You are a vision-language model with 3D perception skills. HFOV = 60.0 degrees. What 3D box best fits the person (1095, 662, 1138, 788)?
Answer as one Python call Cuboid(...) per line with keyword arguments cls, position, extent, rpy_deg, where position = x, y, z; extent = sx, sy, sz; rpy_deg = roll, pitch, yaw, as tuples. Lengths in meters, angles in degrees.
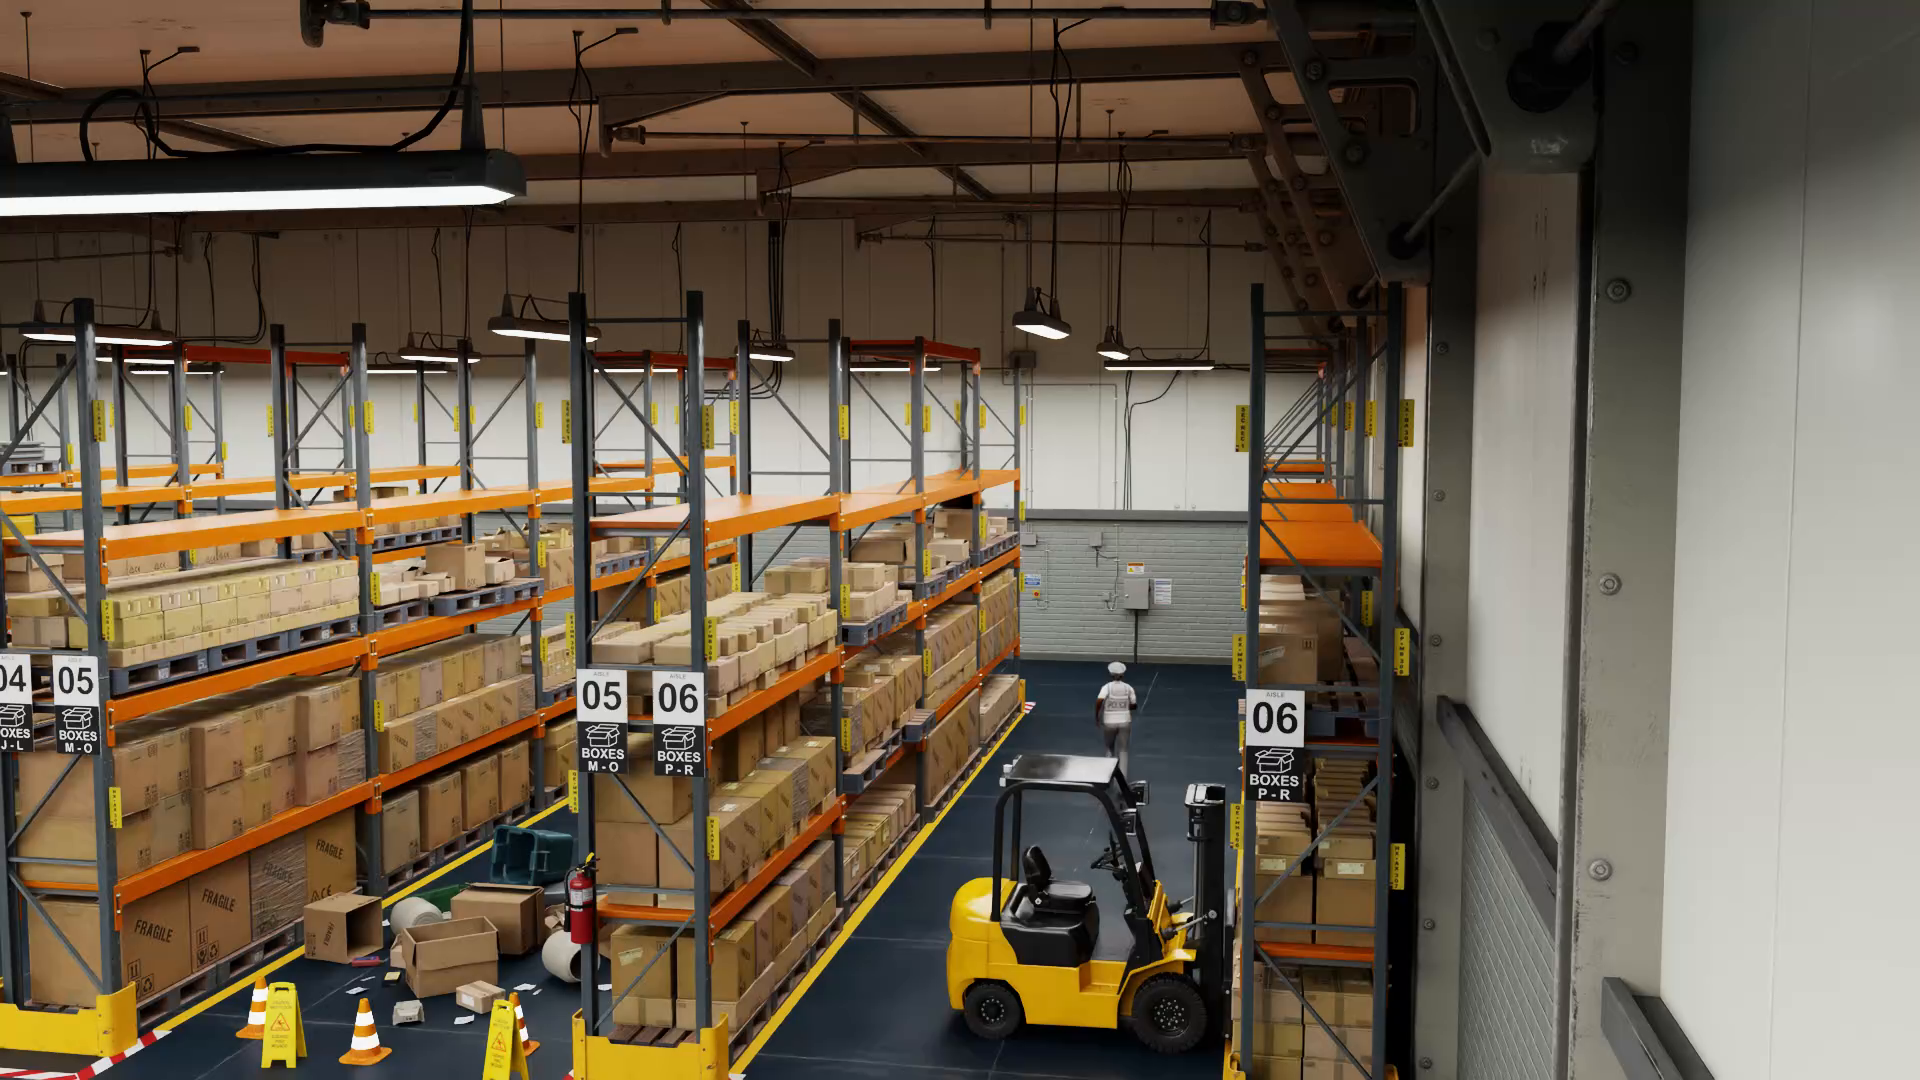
Cuboid(cls="person", position=(2.097, 2.537, 22.365), extent=(0.590, 1.770, 0.758), rpy_deg=(0, 5, 0))
